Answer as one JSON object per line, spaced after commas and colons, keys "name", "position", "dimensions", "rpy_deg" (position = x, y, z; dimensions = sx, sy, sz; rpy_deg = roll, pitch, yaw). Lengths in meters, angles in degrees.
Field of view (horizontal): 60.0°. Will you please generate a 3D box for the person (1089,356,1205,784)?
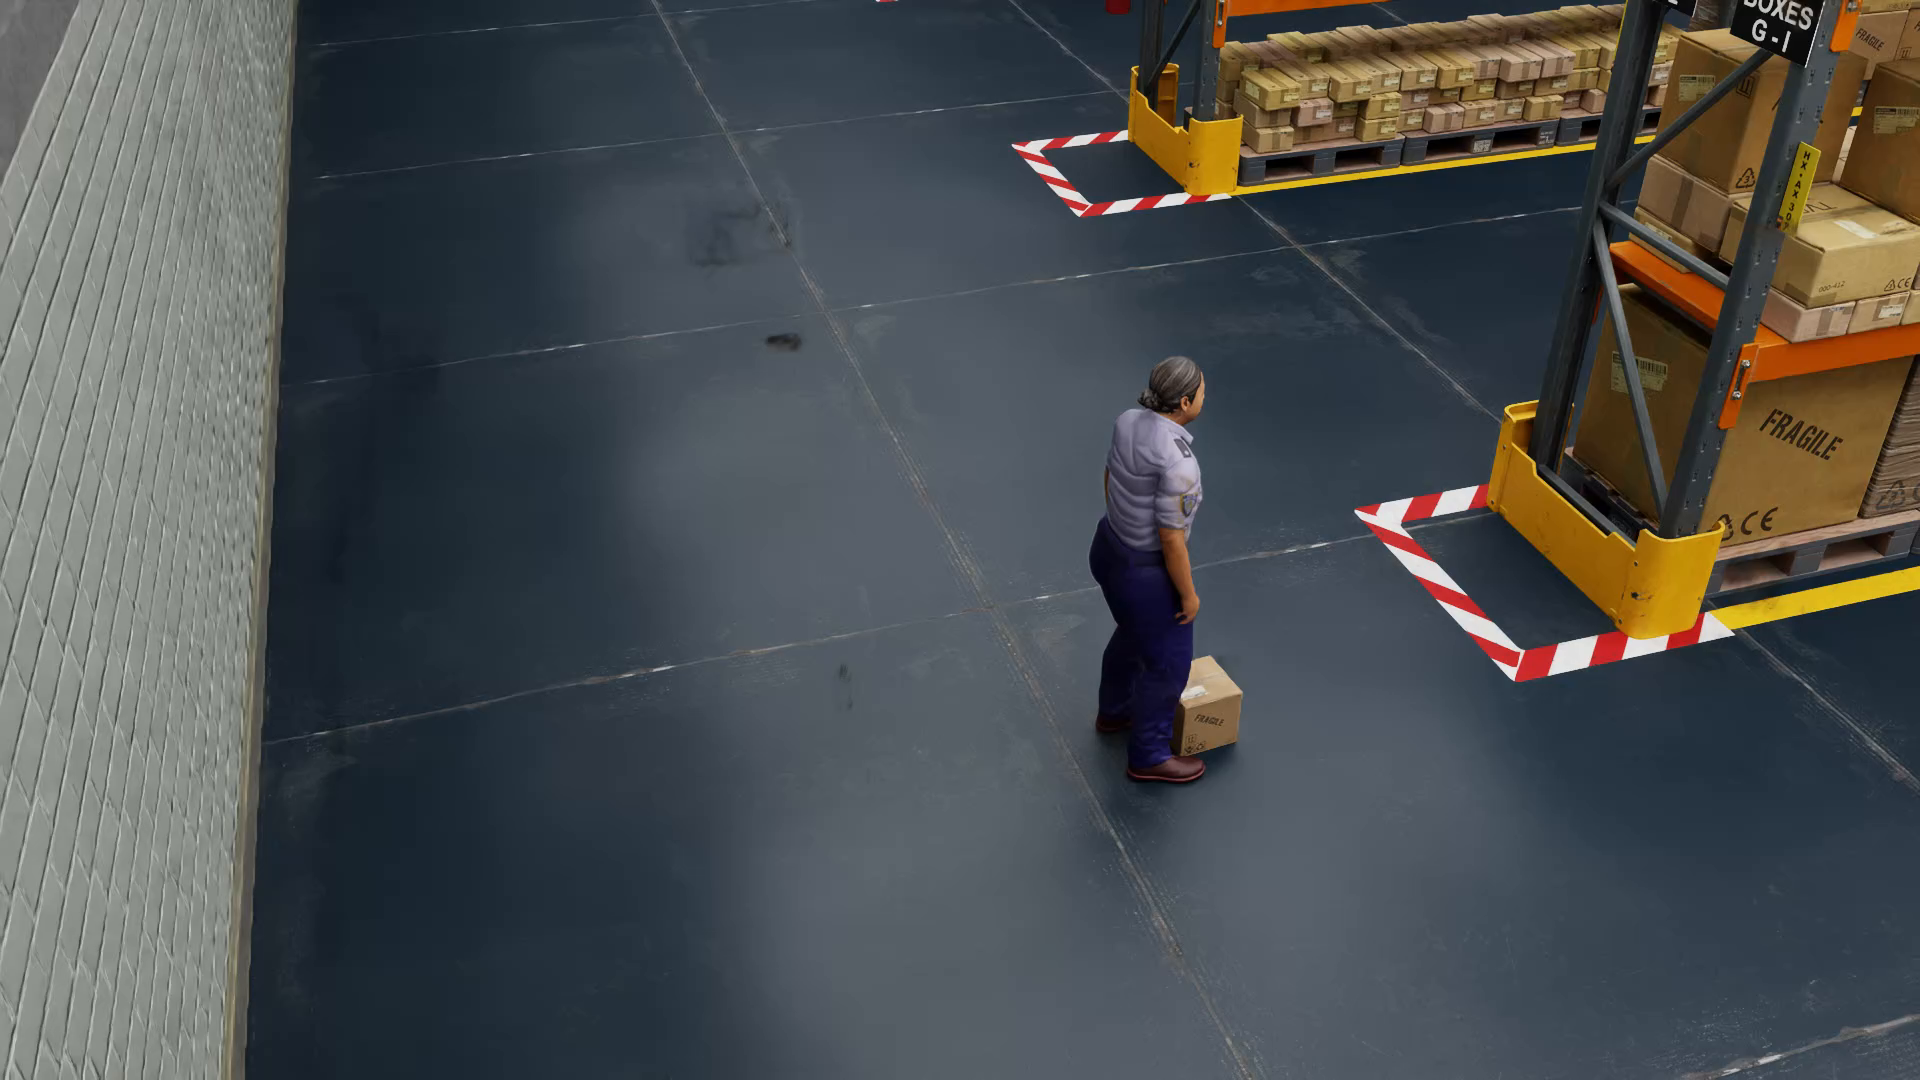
{"name": "person", "position": [0.702, 0.105, 6.006], "dimensions": [0.333, 1.638, 0.564], "rpy_deg": [-12, 36, -17]}
